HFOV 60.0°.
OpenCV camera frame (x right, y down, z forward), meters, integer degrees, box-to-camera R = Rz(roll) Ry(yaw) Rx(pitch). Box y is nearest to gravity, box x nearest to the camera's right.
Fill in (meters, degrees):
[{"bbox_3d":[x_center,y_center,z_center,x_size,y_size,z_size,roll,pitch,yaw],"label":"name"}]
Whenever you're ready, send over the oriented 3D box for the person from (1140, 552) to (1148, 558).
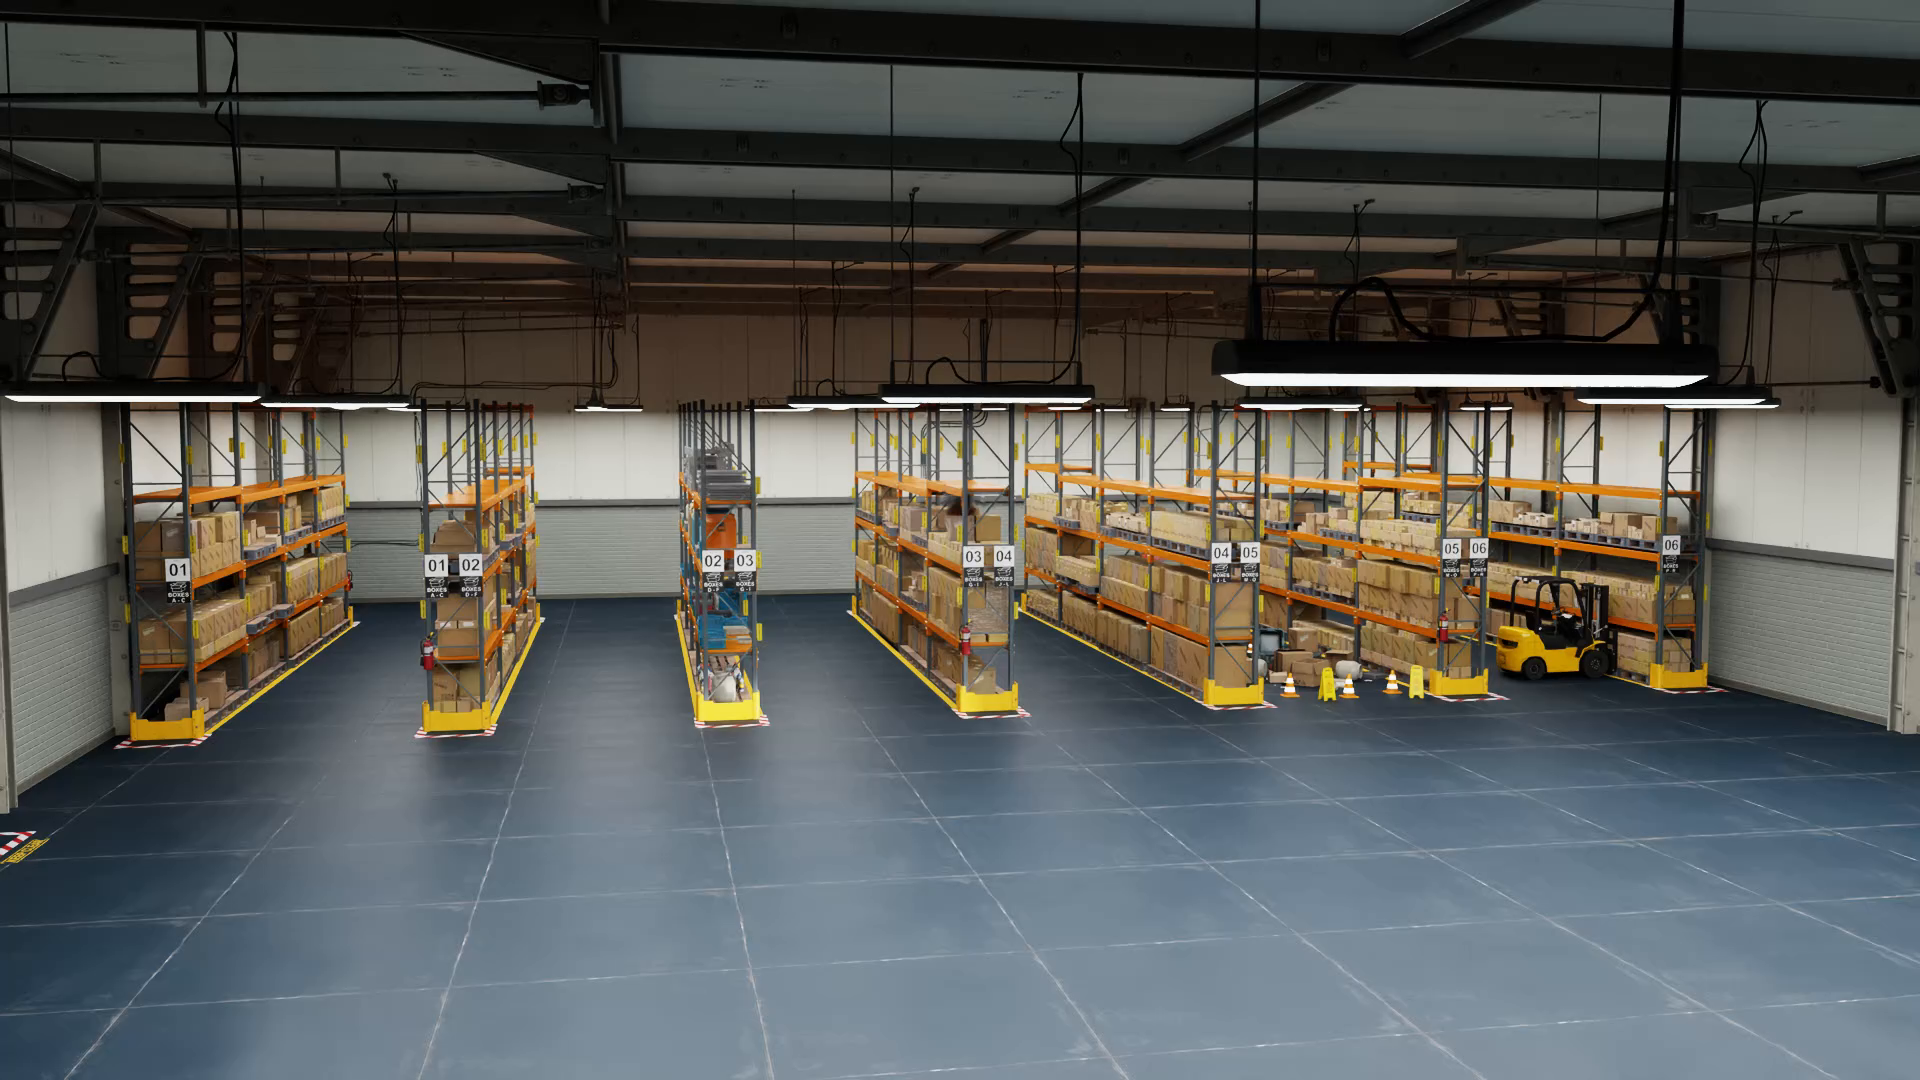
[{"bbox_3d":[5.620,1.016,50.974,0.888,1.678,0.588,-1,5,-19],"label":"person"}]
